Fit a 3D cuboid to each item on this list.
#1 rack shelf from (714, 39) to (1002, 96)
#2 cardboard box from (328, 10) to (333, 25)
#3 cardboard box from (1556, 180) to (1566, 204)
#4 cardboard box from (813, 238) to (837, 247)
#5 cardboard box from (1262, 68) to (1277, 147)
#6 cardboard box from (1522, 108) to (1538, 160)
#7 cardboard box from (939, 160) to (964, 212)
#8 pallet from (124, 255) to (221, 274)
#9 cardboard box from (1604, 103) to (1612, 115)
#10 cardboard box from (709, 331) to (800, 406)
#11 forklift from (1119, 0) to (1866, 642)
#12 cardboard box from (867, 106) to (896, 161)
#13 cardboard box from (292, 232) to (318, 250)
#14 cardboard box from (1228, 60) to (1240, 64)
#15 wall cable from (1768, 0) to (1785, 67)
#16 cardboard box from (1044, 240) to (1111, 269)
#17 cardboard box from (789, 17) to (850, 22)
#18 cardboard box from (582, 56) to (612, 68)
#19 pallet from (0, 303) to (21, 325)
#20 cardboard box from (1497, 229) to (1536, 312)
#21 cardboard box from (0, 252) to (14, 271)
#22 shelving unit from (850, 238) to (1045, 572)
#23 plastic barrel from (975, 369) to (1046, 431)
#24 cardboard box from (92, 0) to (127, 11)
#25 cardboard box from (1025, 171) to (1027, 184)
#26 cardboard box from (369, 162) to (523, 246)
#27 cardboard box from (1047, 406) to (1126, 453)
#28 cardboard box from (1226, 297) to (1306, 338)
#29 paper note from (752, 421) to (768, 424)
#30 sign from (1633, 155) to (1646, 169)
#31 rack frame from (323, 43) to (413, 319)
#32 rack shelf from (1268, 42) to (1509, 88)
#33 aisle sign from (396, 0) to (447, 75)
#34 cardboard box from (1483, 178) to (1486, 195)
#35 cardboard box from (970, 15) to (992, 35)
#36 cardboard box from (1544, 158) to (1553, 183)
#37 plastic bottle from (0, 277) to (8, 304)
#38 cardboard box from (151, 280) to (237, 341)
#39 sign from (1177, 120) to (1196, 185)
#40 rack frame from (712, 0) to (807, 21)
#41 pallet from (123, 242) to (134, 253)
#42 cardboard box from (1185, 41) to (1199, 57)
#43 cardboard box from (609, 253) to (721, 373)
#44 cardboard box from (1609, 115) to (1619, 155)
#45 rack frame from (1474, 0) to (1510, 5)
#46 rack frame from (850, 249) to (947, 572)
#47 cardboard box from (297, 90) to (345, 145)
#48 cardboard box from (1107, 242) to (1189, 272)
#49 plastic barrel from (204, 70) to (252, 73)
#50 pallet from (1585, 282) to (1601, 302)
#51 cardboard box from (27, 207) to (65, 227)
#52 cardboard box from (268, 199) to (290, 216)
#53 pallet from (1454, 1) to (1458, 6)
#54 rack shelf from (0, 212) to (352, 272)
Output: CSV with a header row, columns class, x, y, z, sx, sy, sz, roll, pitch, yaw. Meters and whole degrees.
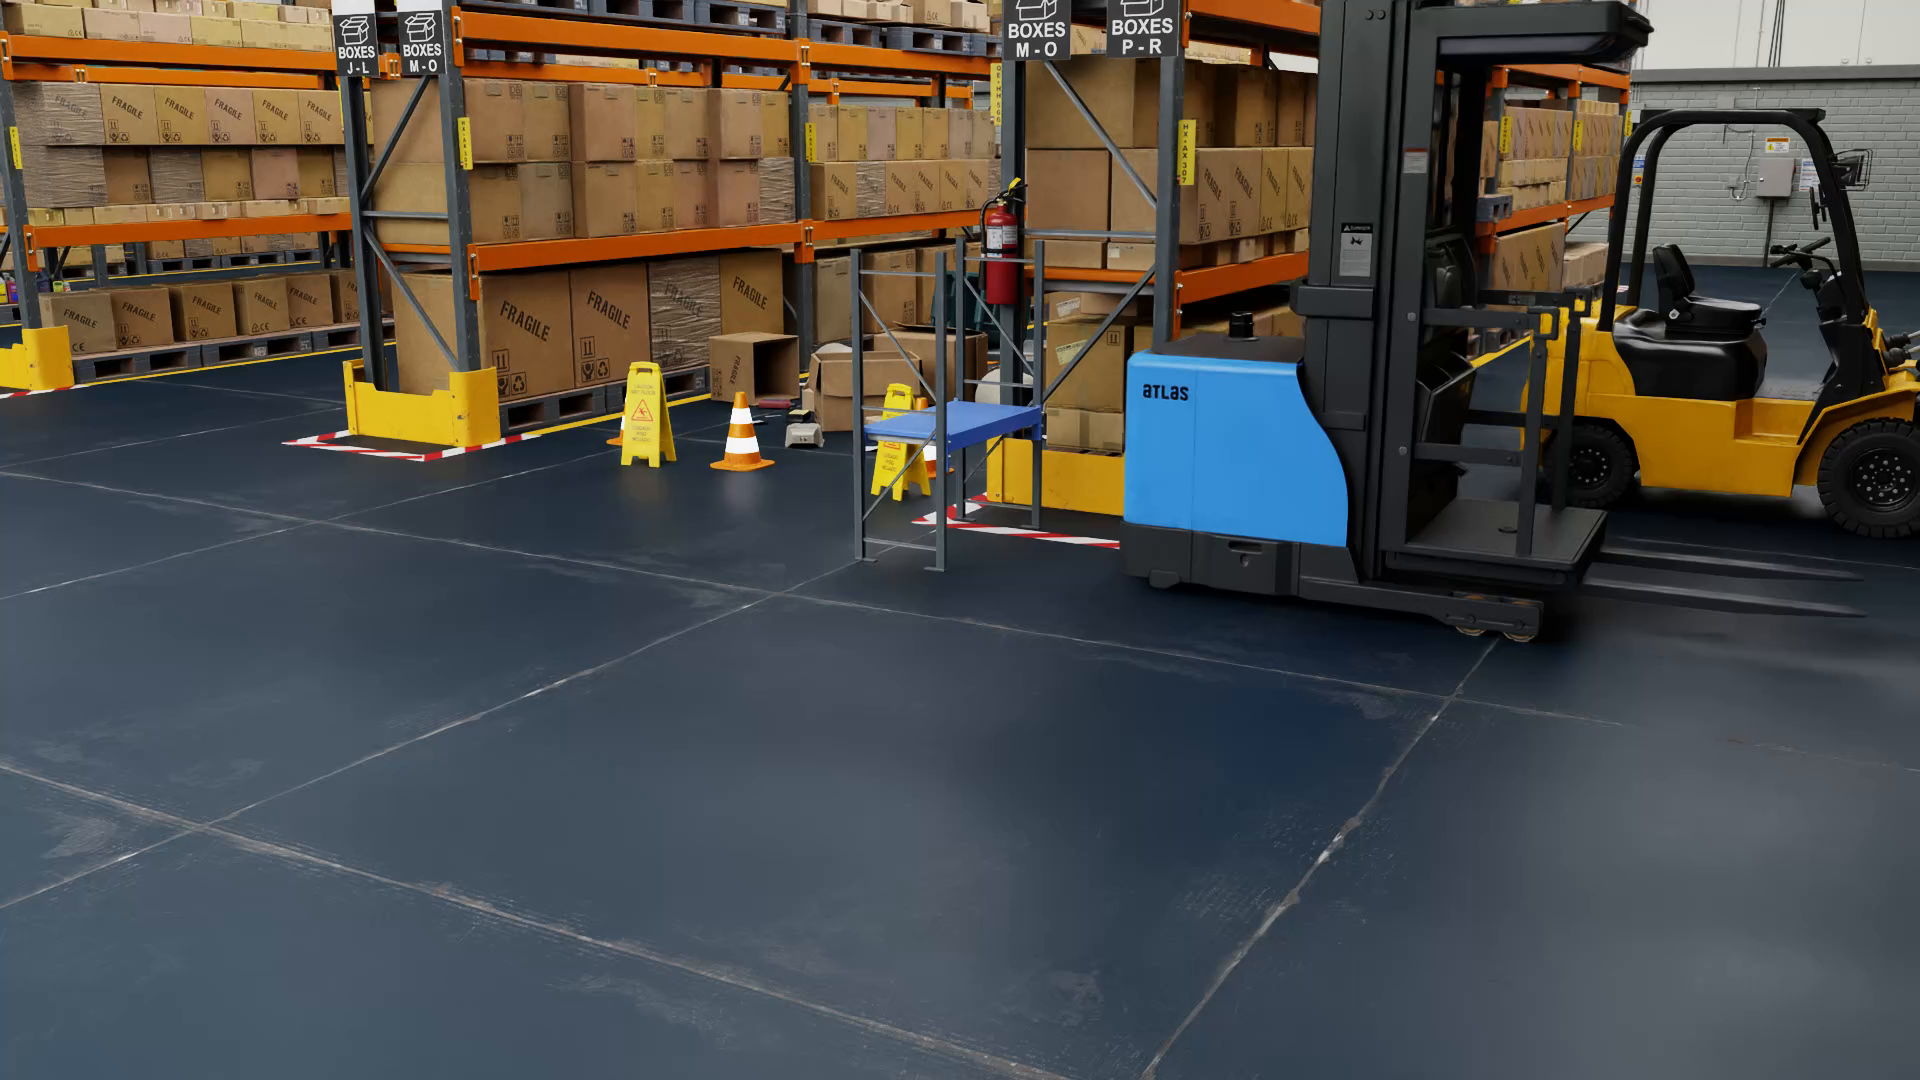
class,x,y,z,sx,sy,sz,roll,pitch,yaw
rack shelf,-0.794,-4.517,16.006,1.077,0.370,4.000,7,15,28
cardboard box,-6.167,-5.016,16.011,0.380,0.149,0.250,8,15,29
cardboard box,6.493,-3.906,18.656,0.500,0.250,0.500,7,15,27
cardboard box,-2.478,-4.260,23.442,1.225,0.875,0.875,7,15,28
cardboard box,1.687,-2.870,11.056,0.700,0.500,0.500,7,15,27
cardboard box,5.503,-4.095,16.771,0.500,0.500,0.500,8,16,30
cardboard box,-0.294,-3.540,16.605,0.500,0.500,0.500,7,15,27
pallet,-12.396,-4.318,25.995,1.003,0.211,1.213,7,15,28
cardboard box,8.114,-5.510,21.257,0.380,0.149,0.250,8,16,29
cardboard box,-1.613,-1.350,13.061,0.500,0.500,0.500,11,17,38
forklift,2.280,-1.149,7.047,3.031,2.935,1.130,7,15,26
cardboard box,-1.034,-3.845,15.736,0.700,0.500,0.500,8,15,28
cardboard box,-11.090,-5.110,27.725,0.500,0.500,0.500,7,15,28
cardboard box,3.561,-6.517,23.085,0.500,0.250,0.500,8,16,30
wall cable,14.003,-8.645,25.112,2.988,3.039,0.133,7,15,28
cardboard box,0.681,-1.617,9.375,0.380,0.149,0.250,8,16,30
cardboard box,-1.356,-4.915,15.331,0.500,0.250,0.500,7,15,28
cardboard box,-4.363,-5.559,19.110,0.500,0.250,0.500,7,15,28
pallet,-10.750,-2.654,19.091,1.003,0.211,1.213,7,15,28
cardboard box,5.397,-2.765,17.241,0.875,0.875,0.875,8,15,29
cardboard box,-13.569,-3.942,23.456,0.500,0.250,0.500,8,16,29
shelving unit,-0.041,-0.712,8.285,0.538,1.500,1.048,7,15,28
plastic barrel,0.361,-0.981,11.698,0.421,0.421,0.512,-5,14,-20
cardboard box,-7.233,-4.526,13.976,0.380,0.149,0.250,8,16,30
cardboard box,0.566,-3.970,18.241,0.380,0.149,0.250,7,15,27
cardboard box,-3.554,-2.332,11.487,0.875,0.550,0.550,7,15,28
cardboard box,0.855,-0.707,10.035,0.500,0.250,0.500,7,15,28
cardboard box,2.080,-1.329,11.018,0.500,0.500,0.500,8,16,31
paper note,-1.470,-0.855,12.016,0.142,0.017,0.144,-12,18,-40
sign,11.115,-6.229,27.396,0.327,0.218,0.001,7,15,28
rack frame,-6.054,-3.581,16.988,1.000,3.000,0.127,7,15,28
rack shelf,3.588,-3.977,13.766,1.077,0.370,4.000,7,15,28
aisle sign,-3.466,-3.393,10.661,0.394,0.787,0.004,7,15,28
cardboard box,4.536,-3.204,15.064,0.380,0.149,0.250,8,16,29
cardboard box,0.227,-5.472,18.217,0.500,0.500,0.500,7,15,28
cardboard box,6.008,-3.942,17.736,0.500,0.250,0.500,8,16,29
plastic bottle,-10.697,-2.798,18.453,0.144,0.351,0.185,7,15,28
cardboard box,-7.092,-2.129,15.400,0.500,0.500,0.500,9,16,33
sign,1.163,-1.997,8.571,0.100,0.325,0.005,7,15,28
rack frame,-1.760,-5.915,13.868,1.000,3.000,0.127,7,15,28
pallet,-15.501,-5.384,30.415,1.003,0.211,1.213,7,15,28
cardboard box,2.795,-6.442,21.706,0.500,0.250,0.500,7,15,28
cardboard box,-2.558,-1.863,13.500,0.875,0.875,0.875,8,15,28
cardboard box,8.171,-5.219,21.433,0.500,0.500,0.500,7,15,28
rack frame,4.555,-6.196,15.032,1.000,3.000,0.127,7,15,28
rack frame,-0.287,-0.607,7.853,0.500,1.500,0.032,7,15,28
cardboard box,-6.271,-4.034,15.886,0.500,0.500,0.500,7,15,28
cardboard box,1.033,-1.562,9.148,0.380,0.149,0.250,7,15,28
plastic barrel,-9.359,-6.352,21.165,0.600,0.830,0.708,7,15,28
pallet,7.514,-3.143,21.118,1.003,0.211,1.213,7,15,28
cardboard box,-7.641,-2.670,13.744,0.380,0.149,0.250,7,15,28
cardboard box,-6.548,-3.131,15.656,0.380,0.149,0.250,7,15,28
pallet,3.013,-3.940,12.477,1.213,0.211,1.003,7,15,28
rack shelf,-7.020,-2.821,15.371,1.077,0.370,4.000,7,15,28
